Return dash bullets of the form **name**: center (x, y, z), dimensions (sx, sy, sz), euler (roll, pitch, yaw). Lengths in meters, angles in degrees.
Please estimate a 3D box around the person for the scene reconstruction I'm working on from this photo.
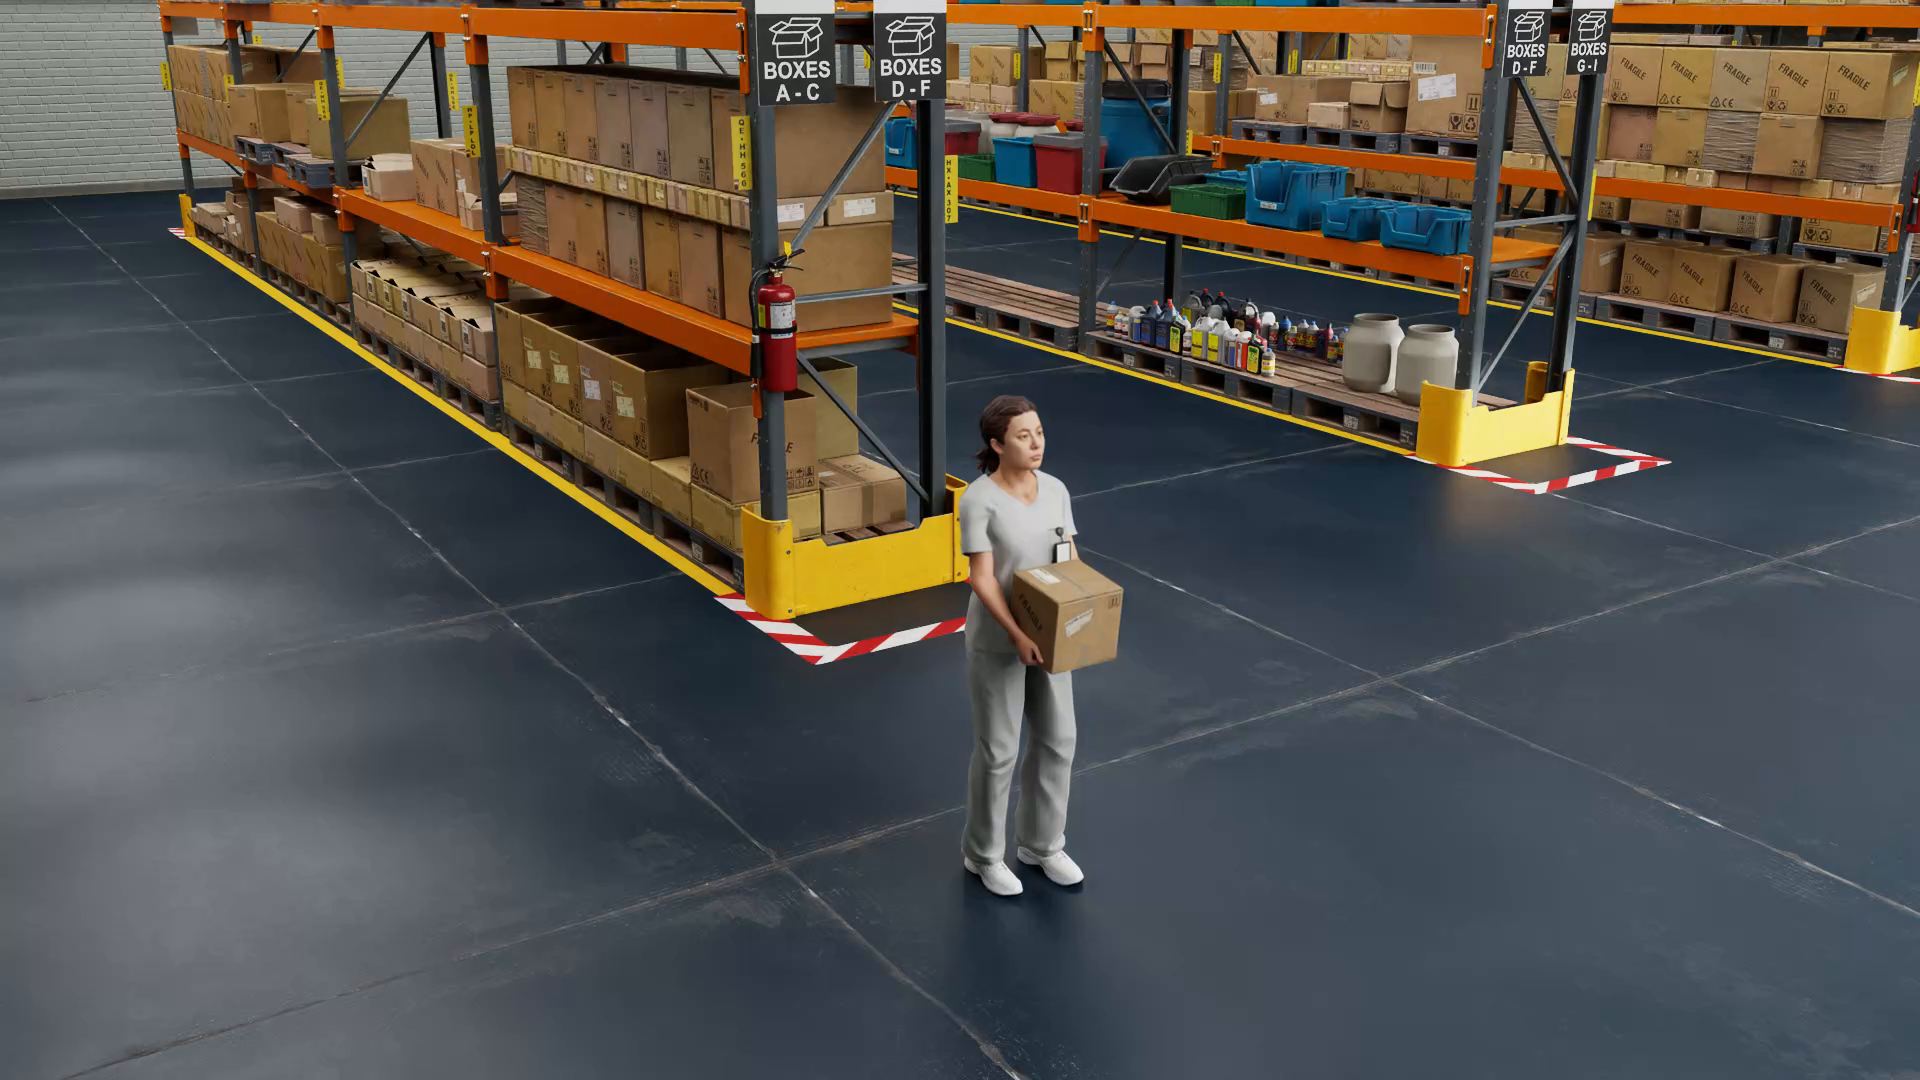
- **person**: center (0.226, 0.362, 5.476), dimensions (0.436, 1.662, 0.554), euler (-11, 21, -30)
